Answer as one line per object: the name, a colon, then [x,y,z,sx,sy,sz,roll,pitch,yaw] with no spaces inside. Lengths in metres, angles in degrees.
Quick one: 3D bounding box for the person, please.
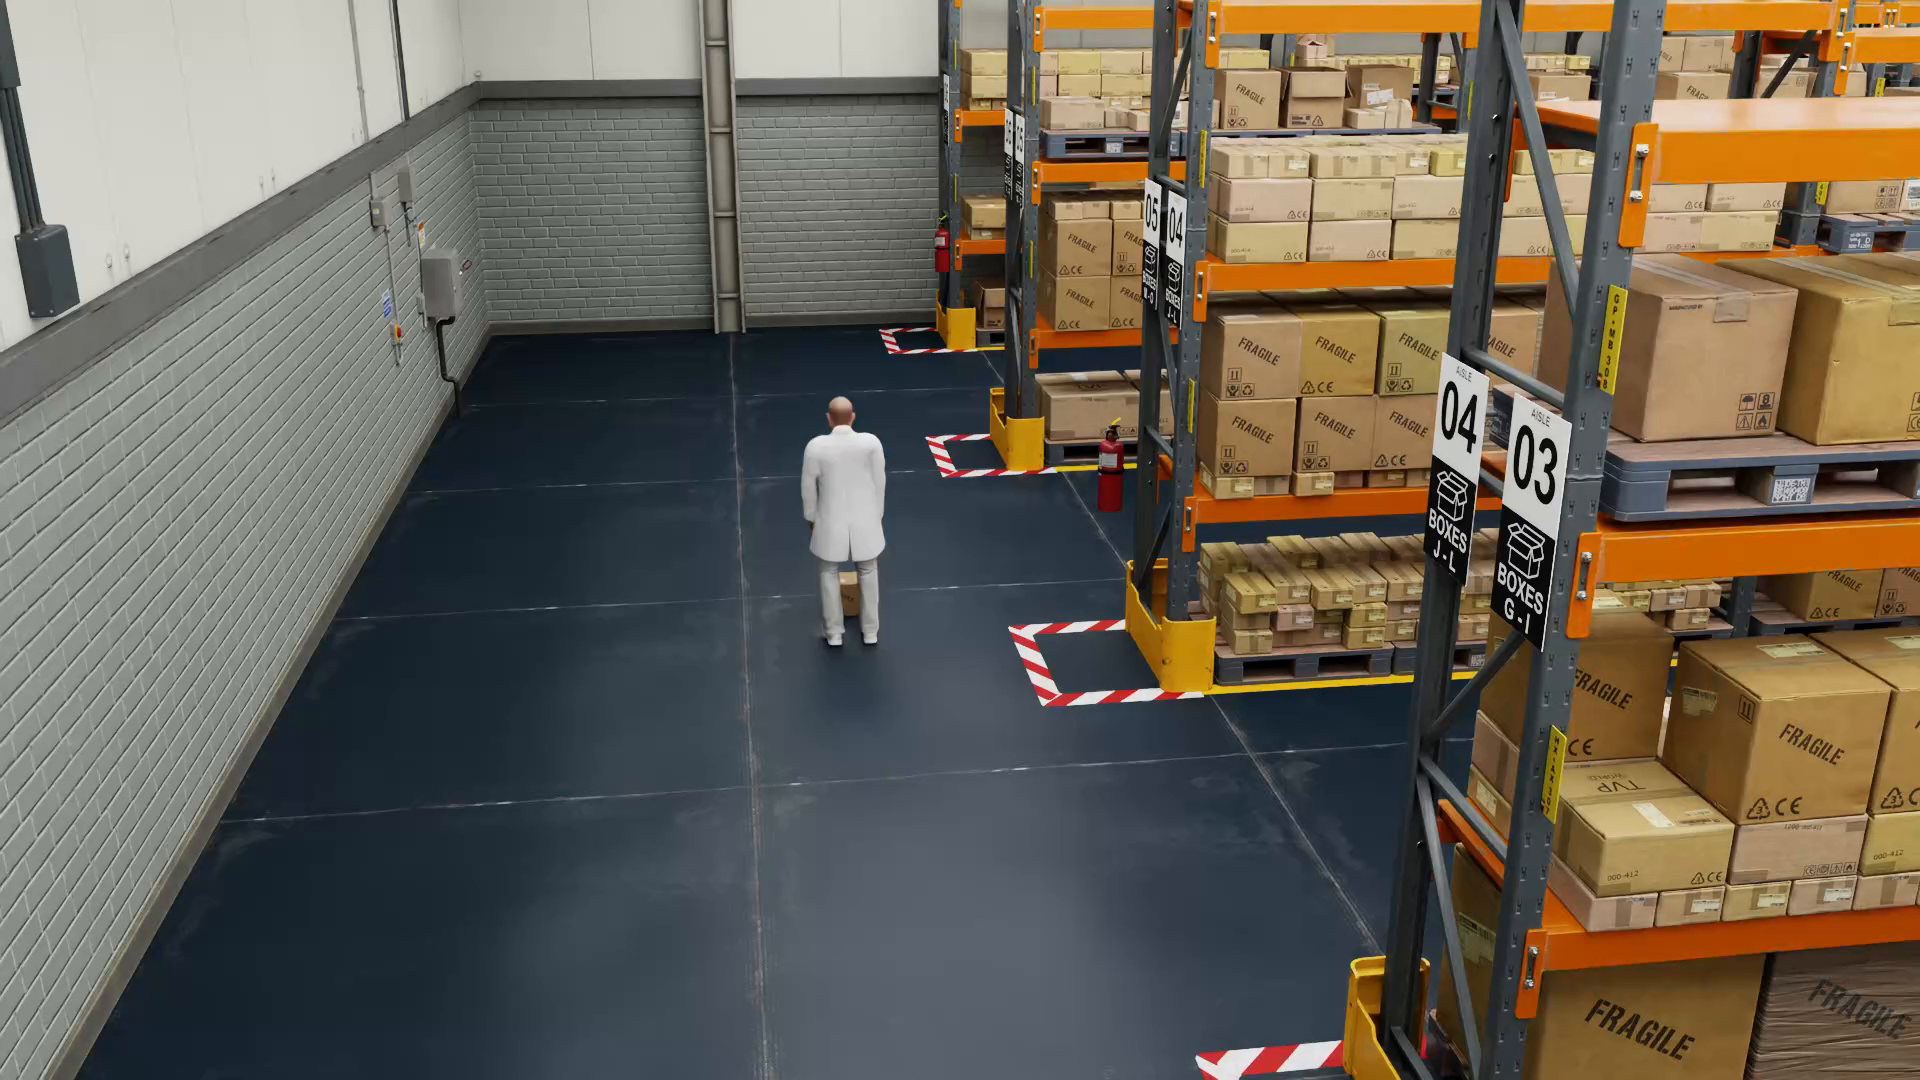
person: [-0.802,-0.126,11.512,0.583,1.745,0.396,-2,20,-6]
